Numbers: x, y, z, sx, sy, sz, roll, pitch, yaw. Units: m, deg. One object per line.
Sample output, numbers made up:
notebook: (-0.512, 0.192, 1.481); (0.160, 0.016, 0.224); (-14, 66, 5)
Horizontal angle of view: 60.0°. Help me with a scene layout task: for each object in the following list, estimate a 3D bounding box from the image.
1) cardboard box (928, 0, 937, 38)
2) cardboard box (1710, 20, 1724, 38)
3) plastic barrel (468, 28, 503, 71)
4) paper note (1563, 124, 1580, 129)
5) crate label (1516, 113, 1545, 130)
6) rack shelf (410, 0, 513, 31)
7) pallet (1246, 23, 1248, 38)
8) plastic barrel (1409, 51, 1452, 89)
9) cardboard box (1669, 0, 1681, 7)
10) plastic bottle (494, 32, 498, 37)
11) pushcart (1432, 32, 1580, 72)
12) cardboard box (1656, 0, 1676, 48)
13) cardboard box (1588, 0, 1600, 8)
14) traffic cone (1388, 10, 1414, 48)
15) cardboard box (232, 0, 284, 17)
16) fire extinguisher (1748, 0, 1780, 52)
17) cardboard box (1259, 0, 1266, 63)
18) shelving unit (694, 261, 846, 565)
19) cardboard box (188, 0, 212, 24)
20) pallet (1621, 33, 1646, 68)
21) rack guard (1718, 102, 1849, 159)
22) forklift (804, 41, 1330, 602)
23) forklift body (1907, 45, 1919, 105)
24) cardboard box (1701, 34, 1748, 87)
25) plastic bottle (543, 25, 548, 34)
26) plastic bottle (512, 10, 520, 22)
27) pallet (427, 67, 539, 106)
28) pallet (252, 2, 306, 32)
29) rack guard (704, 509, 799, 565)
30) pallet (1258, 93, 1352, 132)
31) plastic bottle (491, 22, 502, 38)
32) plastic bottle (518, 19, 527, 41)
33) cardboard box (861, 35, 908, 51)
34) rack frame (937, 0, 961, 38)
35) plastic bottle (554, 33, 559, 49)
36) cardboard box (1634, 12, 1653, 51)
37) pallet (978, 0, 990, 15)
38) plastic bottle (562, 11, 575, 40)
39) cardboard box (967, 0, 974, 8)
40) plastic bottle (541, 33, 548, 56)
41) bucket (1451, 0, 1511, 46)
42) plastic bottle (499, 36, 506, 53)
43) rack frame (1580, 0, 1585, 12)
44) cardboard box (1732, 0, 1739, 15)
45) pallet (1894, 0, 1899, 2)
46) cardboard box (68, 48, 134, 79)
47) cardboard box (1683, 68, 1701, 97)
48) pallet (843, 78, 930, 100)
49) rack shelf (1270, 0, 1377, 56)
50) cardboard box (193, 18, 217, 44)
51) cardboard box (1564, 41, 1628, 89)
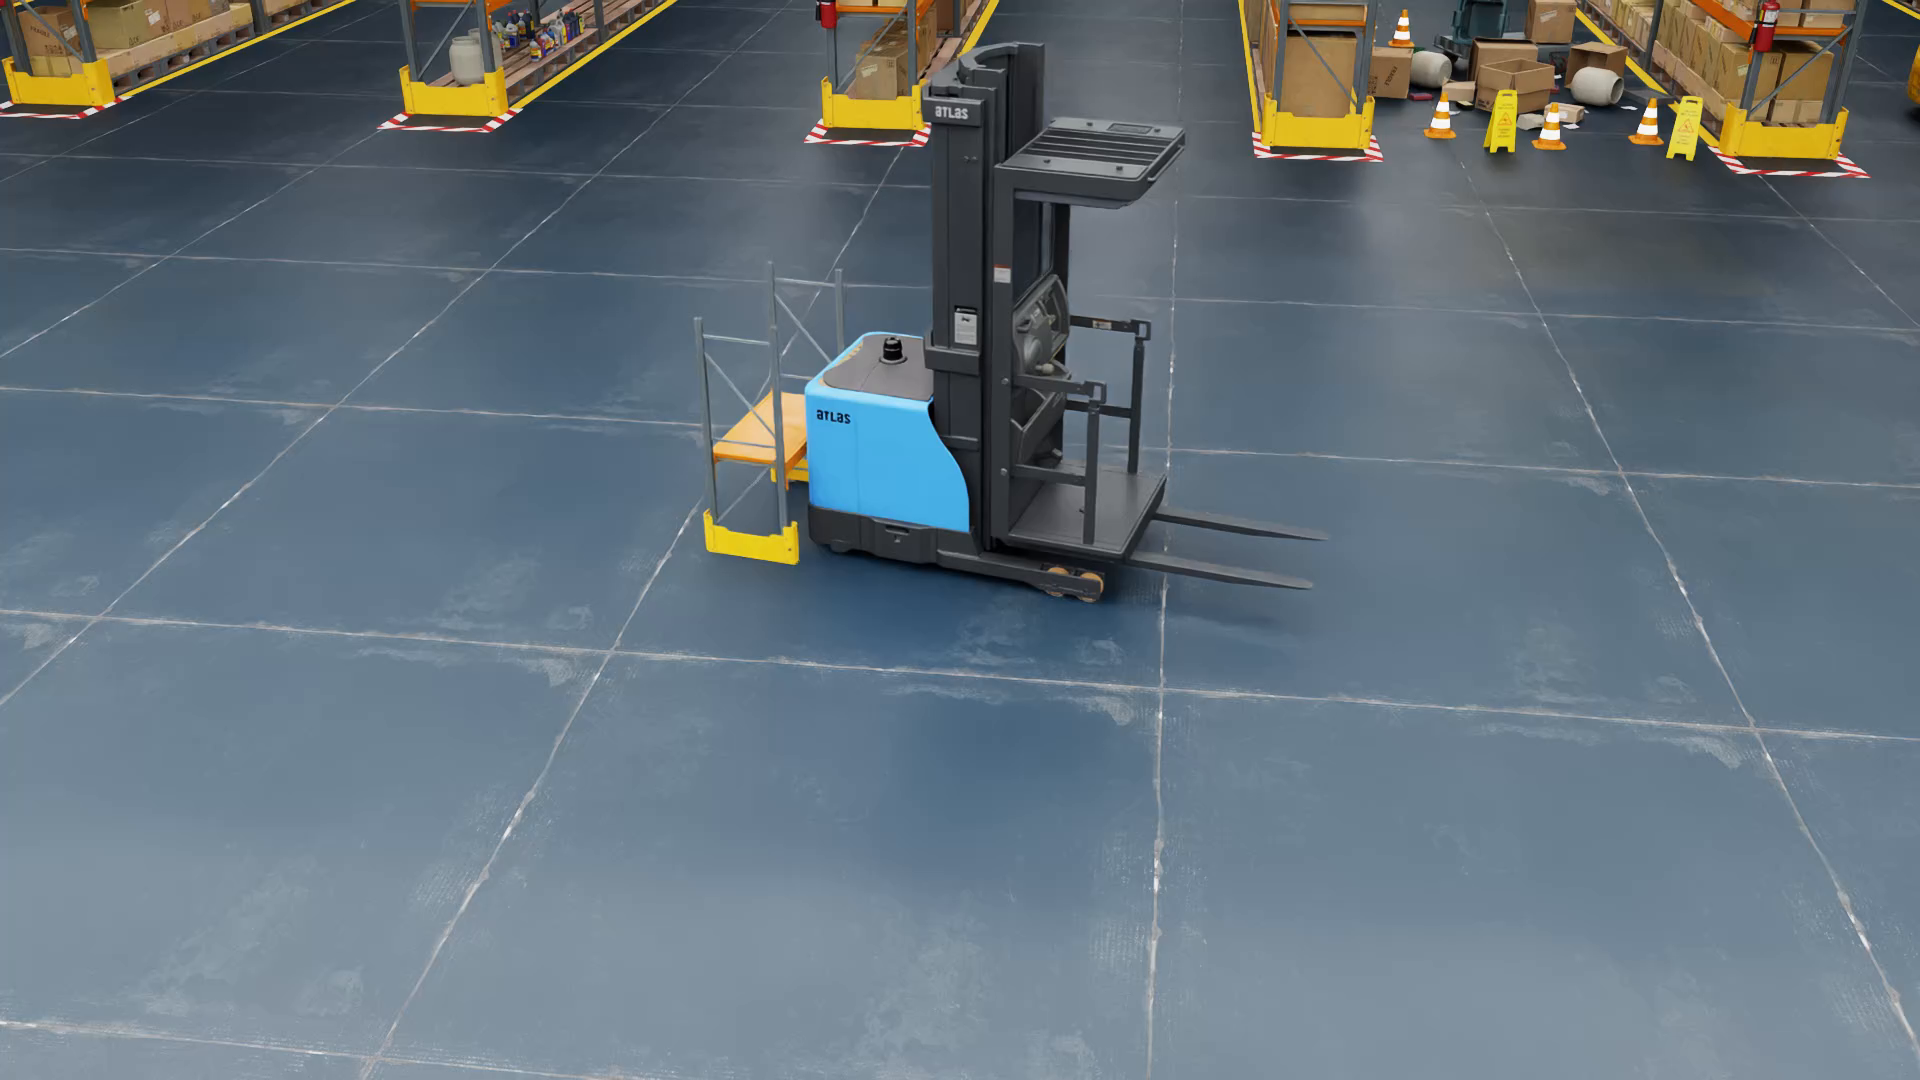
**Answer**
cardboard box: (-0.583, -6.836, 21.970); (0.500, 0.500, 0.500); (3, 28, 5)
cardboard box: (8.703, -5.756, 18.754); (0.380, 0.149, 0.250); (4, 29, 7)
plastic barrel: (-5.833, -5.983, 20.373); (0.421, 0.512, 0.421); (0, 28, 0)
paper note: (6.992, -4.733, 19.003); (0.148, 0.019, 0.142); (-6, 29, -11)
crate label: (6.515, -4.775, 18.968); (0.250, 0.136, 0.298); (-11, 30, -20)
rack shelf: (-5.655, -6.968, 20.779); (1.077, 0.370, 4.000); (3, 28, 6)
pallet: (4.583, -7.318, 23.611); (1.003, 0.211, 1.213); (3, 28, 6)
plastic barrel: (5.800, -5.845, 20.653); (0.421, 0.421, 0.512); (-24, 36, -37)
cardboard box: (8.926, -6.635, 20.385); (0.380, 0.149, 0.250); (4, 29, 7)
plastic bottle: (-5.946, -6.342, 21.259); (0.061, 0.283, 0.133); (3, 28, 6)
pushcart: (7.073, -6.317, 21.577); (1.648, 0.377, 0.936); (-6, 29, -11)
cardboard box: (9.001, -6.405, 20.641); (0.500, 0.500, 0.500); (5, 29, 9)
cardboard box: (9.752, -8.008, 24.279); (0.950, 0.372, 0.625); (1, 28, 3)
traffic cone: (6.079, -7.029, 22.809); (0.336, 0.463, 0.334); (3, 28, 6)
cardboard box: (-10.030, -7.665, 23.772); (0.500, 0.250, 0.500); (3, 28, 5)
fire extinguisher: (8.380, -5.418, 17.226); (0.296, 0.674, 0.183); (3, 28, 6)
cardboard box: (4.270, -6.560, 21.061); (0.875, 0.875, 0.875); (4, 29, 7)
shelving unit: (-1.108, -0.796, 10.146); (0.587, 1.500, 1.083); (8, 29, 15)
cardboard box: (-10.295, -7.119, 21.967); (0.500, 0.500, 0.500); (3, 28, 6)
pallet: (9.435, -6.501, 22.095); (1.003, 0.211, 1.213); (3, 28, 6)
rack guard: (8.861, -4.415, 17.917); (1.175, 0.500, 0.348); (3, 28, 6)
forklift: (0.649, -1.217, 9.419); (3.031, 2.935, 1.130); (10, 30, 17)
forklift body: (12.200, -5.818, 18.781); (2.313, 2.155, 1.214); (3, 28, 6)
cardboard box: (8.751, -5.422, 18.817); (0.500, 0.500, 0.500); (4, 29, 8)
plastic bottle: (-5.395, -6.591, 21.722); (0.061, 0.283, 0.133); (3, 28, 6)
plastic bottle: (-5.920, -6.898, 22.220); (0.144, 0.351, 0.185); (4, 29, 8)
pallet: (-5.832, -5.536, 20.303); (1.003, 0.211, 1.213); (3, 28, 6)
pallet: (-10.274, -7.637, 24.203); (1.003, 0.211, 1.213); (3, 28, 6)
rack guard: (-1.258, -0.021, 10.025); (0.587, 0.250, 0.087); (8, 29, 15)
pallet: (3.947, -4.873, 19.072); (1.003, 0.211, 1.213); (3, 28, 6)
plastic bottle: (-6.018, -6.521, 21.521); (0.144, 0.351, 0.185); (5, 29, 8)
plastic bottle: (-5.818, -6.787, 22.099); (0.097, 0.271, 0.097); (0, 28, 0)
cardboard box: (-0.852, -5.716, 19.890); (0.500, 0.500, 0.500); (11, 30, 19)
rack frame: (-0.494, -7.938, 21.822); (1.000, 3.000, 0.127); (3, 28, 6)
plastic bottle: (-5.277, -6.492, 21.624); (0.097, 0.201, 0.097); (0, 28, 0)
cardboard box: (9.403, -6.637, 21.735); (0.950, 0.372, 0.625); (4, 29, 7)
pallet: (-0.101, -8.226, 25.296); (1.003, 0.211, 1.213); (3, 28, 6)
plastic bottle: (-5.226, -6.843, 22.119); (0.144, 0.351, 0.185); (2, 28, 4)
cardboard box: (-0.184, -8.068, 24.236); (0.700, 0.500, 0.500); (6, 29, 10)
plastic bottle: (-5.326, -6.332, 21.254); (0.097, 0.271, 0.097); (0, 28, 0)
bucket: (6.688, -6.632, 21.247); (0.726, 0.611, 0.620); (14, 21, 24)
plastic bottle: (-5.909, -6.379, 21.414); (0.097, 0.201, 0.097); (0, 28, 0)
rack frame: (9.832, -9.245, 24.248); (1.000, 3.000, 0.127); (3, 28, 6)
cardboard box: (8.658, -5.802, 18.122); (0.380, 0.149, 0.250); (3, 28, 5)
pallet: (15.039, -8.653, 26.088); (1.003, 0.211, 1.213); (3, 28, 6)
cardboard box: (-10.529, -5.846, 20.396); (0.500, 0.250, 0.500); (3, 28, 6)
cardboard box: (8.813, -5.340, 19.455); (0.500, 0.250, 0.500); (2, 28, 4)
pallet: (-0.840, -5.244, 19.761); (1.003, 0.211, 1.213); (3, 28, 6)
rack shelf: (4.171, -6.344, 19.622); (1.077, 0.370, 4.000); (3, 28, 6)
cardboard box: (-10.283, -6.788, 22.143); (0.500, 0.250, 0.500); (3, 28, 6)
cardboard box: (7.860, -5.837, 20.556); (0.500, 0.500, 0.500); (-24, 36, -37)
